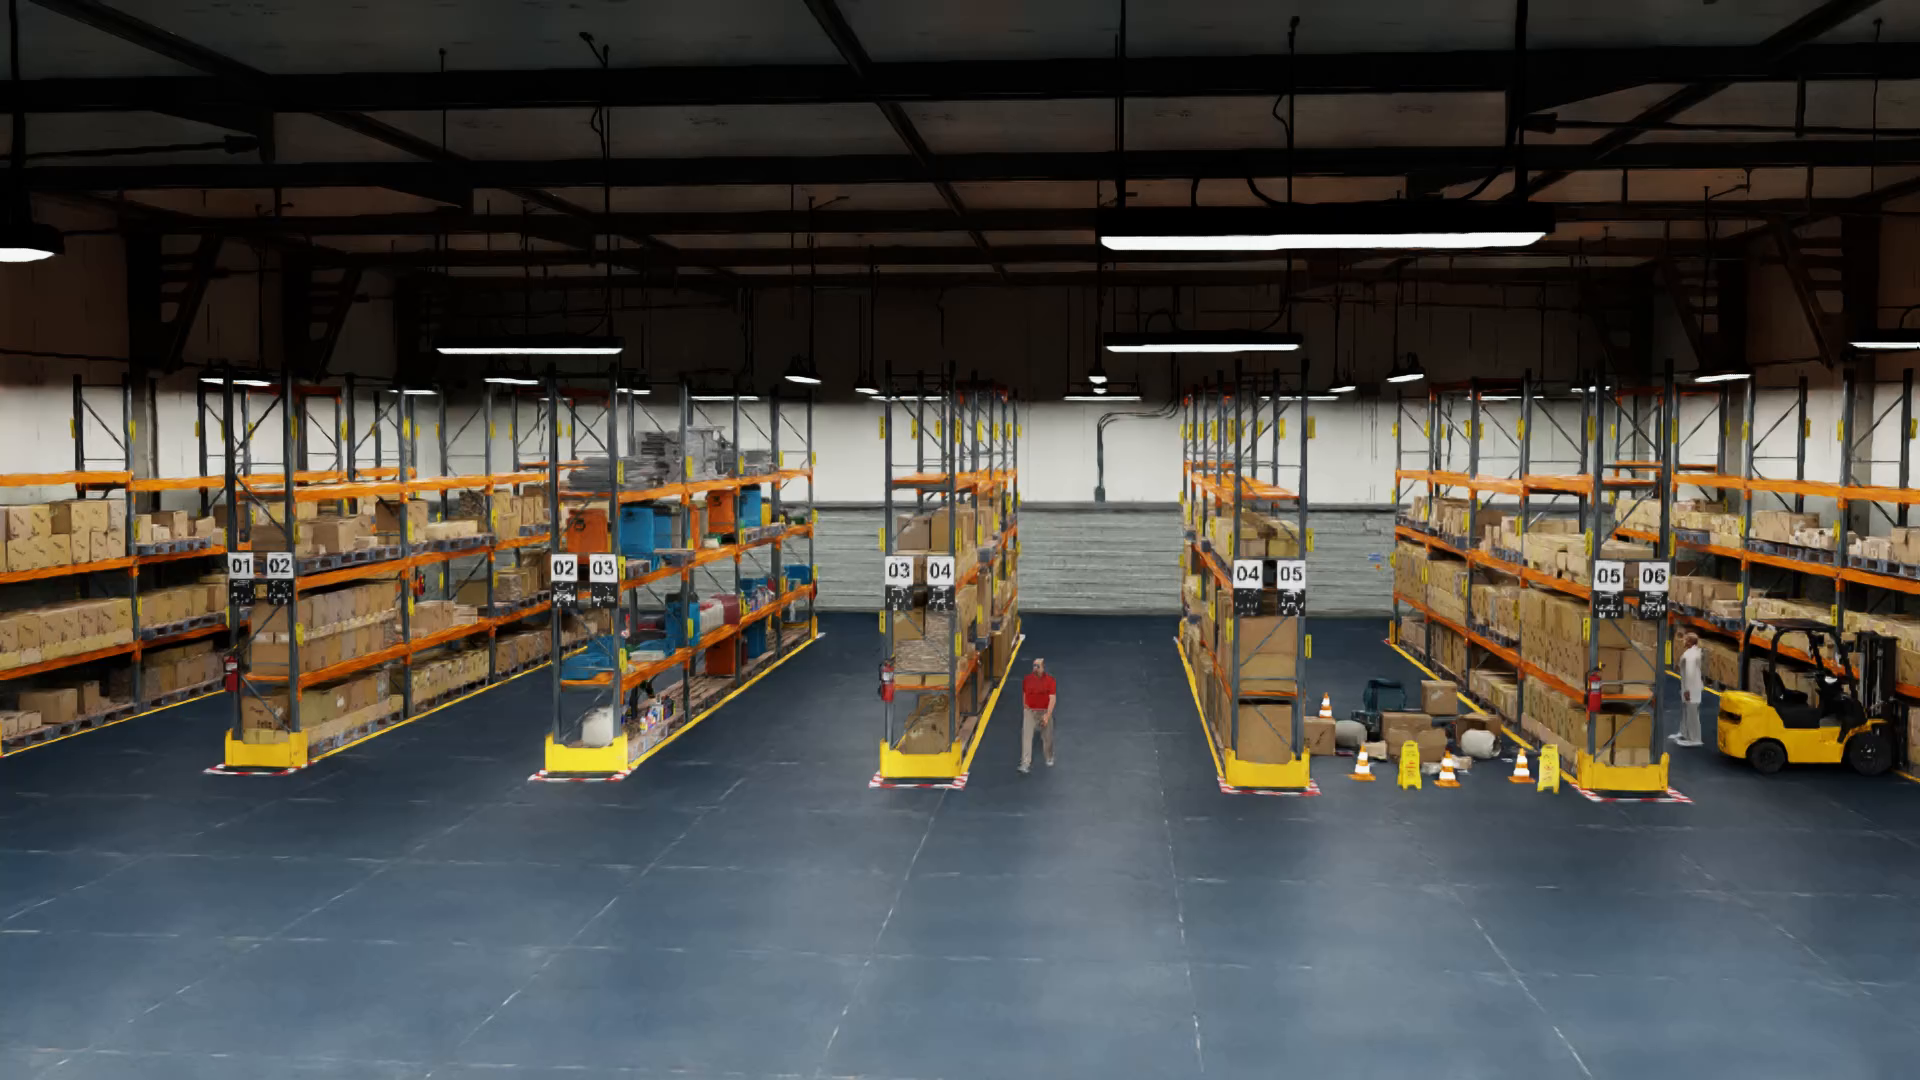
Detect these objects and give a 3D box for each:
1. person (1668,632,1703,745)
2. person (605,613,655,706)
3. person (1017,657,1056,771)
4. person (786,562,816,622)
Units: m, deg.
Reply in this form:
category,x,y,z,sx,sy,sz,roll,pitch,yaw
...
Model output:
category,x,y,z,sx,sy,sz,roll,pitch,yaw
person,11.587,2.356,26.500,0.550,1.782,0.636,3,5,34
person,-5.859,2.178,29.670,0.599,1.750,0.949,2,4,32
person,1.158,2.550,24.443,0.532,1.657,1.032,1,4,14
person,-4.113,1.349,43.365,0.534,1.598,0.939,2,4,26
